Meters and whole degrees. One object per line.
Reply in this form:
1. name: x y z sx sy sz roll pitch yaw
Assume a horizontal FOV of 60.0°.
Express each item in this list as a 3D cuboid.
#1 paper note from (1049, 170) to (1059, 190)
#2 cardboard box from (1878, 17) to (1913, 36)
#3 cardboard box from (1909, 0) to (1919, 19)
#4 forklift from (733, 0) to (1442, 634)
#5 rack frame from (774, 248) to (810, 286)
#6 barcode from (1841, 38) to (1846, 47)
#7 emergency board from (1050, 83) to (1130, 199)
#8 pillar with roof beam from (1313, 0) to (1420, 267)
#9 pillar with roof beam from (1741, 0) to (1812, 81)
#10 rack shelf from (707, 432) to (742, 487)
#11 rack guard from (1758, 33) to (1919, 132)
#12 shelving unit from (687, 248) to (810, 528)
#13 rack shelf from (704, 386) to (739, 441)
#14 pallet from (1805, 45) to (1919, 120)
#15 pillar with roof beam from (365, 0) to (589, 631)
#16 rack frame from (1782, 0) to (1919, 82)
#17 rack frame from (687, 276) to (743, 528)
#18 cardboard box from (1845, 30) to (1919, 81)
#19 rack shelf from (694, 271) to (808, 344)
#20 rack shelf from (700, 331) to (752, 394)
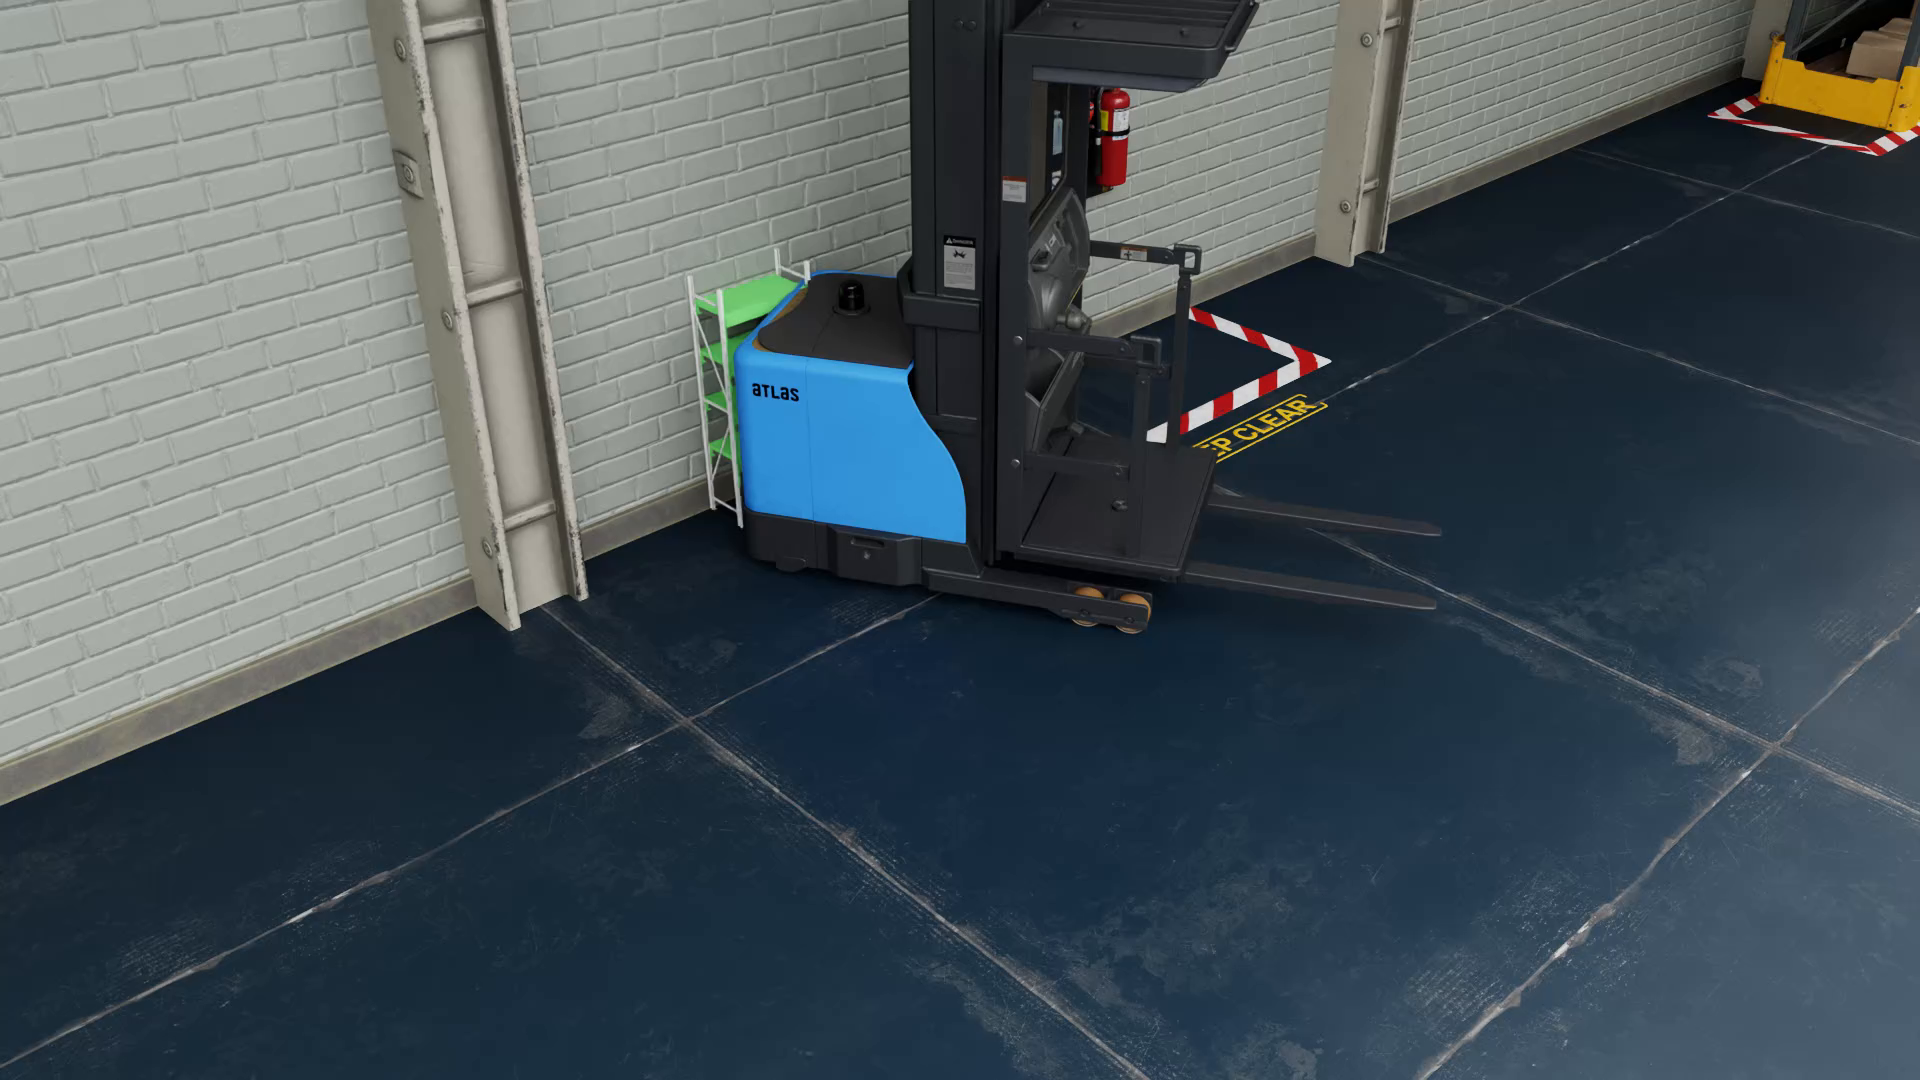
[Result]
1. paper note: 0.501 -1.872 8.781 0.142 0.148 0.016 -26 40 -35
2. cardboard box: 7.977 -4.149 13.816 0.500 0.311 0.500 -22 38 -32
3. cardboard box: 8.549 -4.471 14.161 0.700 0.500 0.500 26 40 36
4. forklift: 0.599 -1.161 6.839 3.031 2.935 1.130 9 32 14
5. rack frame: -0.764 -0.786 7.912 0.015 1.200 0.240 -26 38 -36
6. barcode: 7.300 -4.110 13.743 0.075 0.075 0.001 -26 40 -35
7. emergency board: 0.678 -2.284 8.610 0.643 1.169 0.194 -26 40 -35
8. pillar with roof beam: 5.443 -4.059 5.762 0.400 9.000 9.100 -26 40 -35
9. pillar with roof beam: 9.842 -6.187 9.242 0.400 9.000 9.100 -26 40 -35
10. rack shelf: -0.937 -0.437 7.921 0.480 0.148 0.258 -26 38 -36
11. rack guard: 7.046 -3.656 13.249 0.348 0.500 1.175 -26 40 -35
12. shelving unit: -0.941 -0.700 7.768 0.503 1.200 0.258 -26 38 -36
13. rack shelf: -0.940 -0.645 7.800 0.480 0.148 0.258 -26 38 -36
14. pallet: 7.666 -3.807 13.774 1.213 0.211 1.003 -26 40 -35
15. pillar with roof beam: 1.043 -1.931 2.281 0.400 9.000 9.100 -26 40 -35
16. rack frame: 6.990 -4.695 12.553 0.127 3.000 1.000 -26 40 -35
17. rack frame: -1.119 -0.613 7.624 0.015 1.200 0.240 -26 38 -36
18. cardboard box: 7.559 -3.947 13.485 0.500 0.311 0.500 24 39 34
19. rack shelf: -0.947 -1.059 7.559 0.480 0.148 0.258 -26 38 -36
20. rack shelf: -0.944 -0.852 7.679 0.480 0.148 0.258 -26 38 -36
